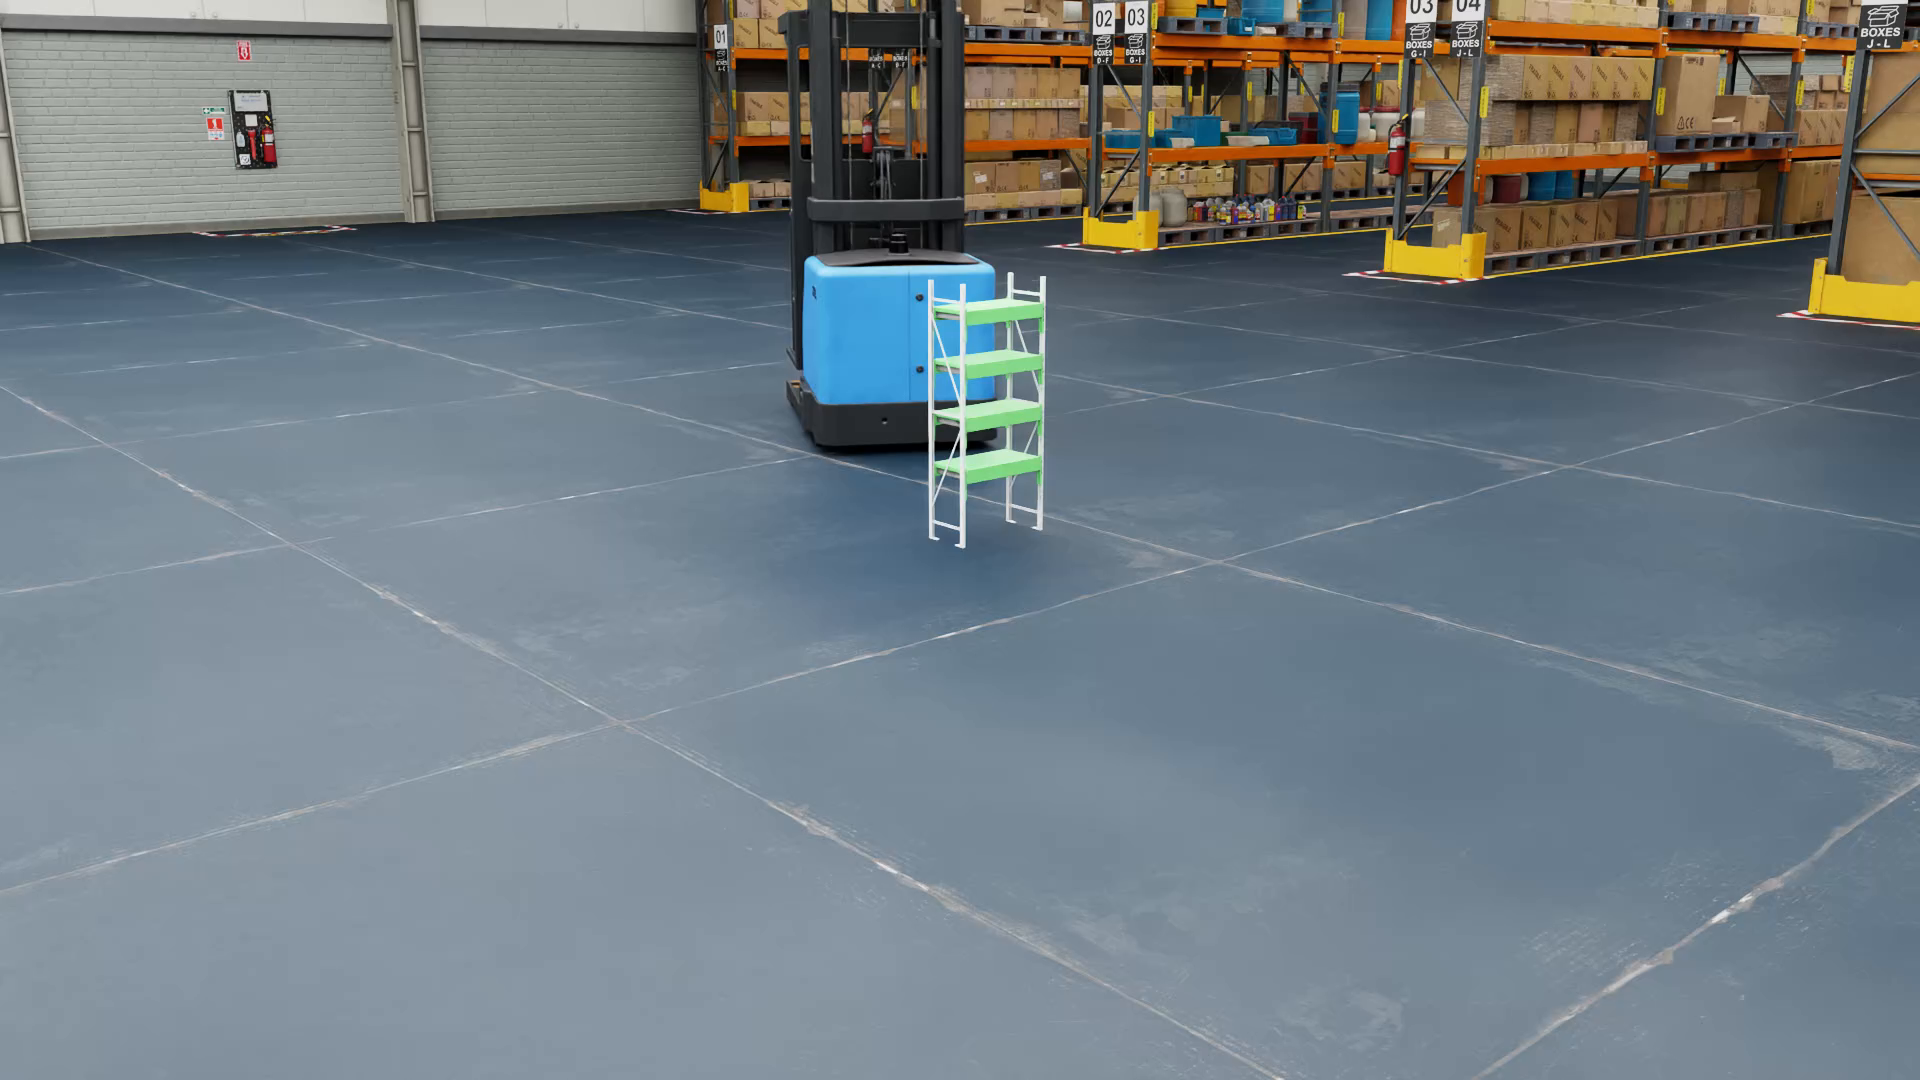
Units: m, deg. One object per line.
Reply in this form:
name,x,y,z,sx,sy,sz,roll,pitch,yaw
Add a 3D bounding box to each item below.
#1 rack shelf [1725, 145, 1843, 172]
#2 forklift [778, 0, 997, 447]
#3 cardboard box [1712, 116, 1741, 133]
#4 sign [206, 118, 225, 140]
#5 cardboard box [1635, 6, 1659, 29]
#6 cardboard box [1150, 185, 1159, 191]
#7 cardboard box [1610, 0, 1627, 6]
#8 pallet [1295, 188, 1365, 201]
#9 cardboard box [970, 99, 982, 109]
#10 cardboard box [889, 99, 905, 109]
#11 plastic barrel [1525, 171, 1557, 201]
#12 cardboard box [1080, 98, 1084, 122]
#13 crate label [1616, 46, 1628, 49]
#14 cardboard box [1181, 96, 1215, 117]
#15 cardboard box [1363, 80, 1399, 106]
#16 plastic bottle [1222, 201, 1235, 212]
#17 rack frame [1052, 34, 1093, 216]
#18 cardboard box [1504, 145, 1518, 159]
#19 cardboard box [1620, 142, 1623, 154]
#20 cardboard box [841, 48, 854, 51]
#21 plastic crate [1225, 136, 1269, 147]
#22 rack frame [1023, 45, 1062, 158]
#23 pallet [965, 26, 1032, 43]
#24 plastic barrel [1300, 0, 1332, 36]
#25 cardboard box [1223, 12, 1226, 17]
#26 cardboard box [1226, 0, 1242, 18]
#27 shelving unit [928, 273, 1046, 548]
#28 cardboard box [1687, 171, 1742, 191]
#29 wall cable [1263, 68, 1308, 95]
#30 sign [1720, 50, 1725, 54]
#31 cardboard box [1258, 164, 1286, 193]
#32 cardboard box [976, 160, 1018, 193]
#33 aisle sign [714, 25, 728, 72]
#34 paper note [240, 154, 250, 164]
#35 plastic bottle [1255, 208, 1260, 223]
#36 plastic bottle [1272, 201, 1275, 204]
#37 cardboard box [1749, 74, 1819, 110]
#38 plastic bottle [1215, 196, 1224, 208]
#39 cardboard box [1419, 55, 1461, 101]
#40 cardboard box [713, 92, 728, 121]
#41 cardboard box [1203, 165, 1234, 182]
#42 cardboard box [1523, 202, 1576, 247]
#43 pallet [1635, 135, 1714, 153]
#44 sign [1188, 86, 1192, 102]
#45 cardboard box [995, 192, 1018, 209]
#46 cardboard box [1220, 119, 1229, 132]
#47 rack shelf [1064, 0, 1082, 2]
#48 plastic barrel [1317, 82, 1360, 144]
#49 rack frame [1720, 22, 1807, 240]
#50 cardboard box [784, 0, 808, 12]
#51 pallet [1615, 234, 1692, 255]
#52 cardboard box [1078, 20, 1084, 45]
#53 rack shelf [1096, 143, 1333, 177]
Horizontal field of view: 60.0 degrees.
rack shelf,12.974,-5.871,25.313,4.000,0.370,1.077,-13,19,-39
forklift,-0.558,-2.285,10.626,1.130,2.935,3.031,-3,15,-10
cardboard box,10.384,-5.683,22.660,0.258,0.266,0.396,-13,20,-41
sign,-11.265,-6.221,25.158,0.234,0.329,0.001,-13,19,-39
cardboard box,8.275,-6.451,20.568,0.500,0.250,0.500,-12,19,-37
cardboard box,3.190,-6.201,29.667,0.500,0.250,0.500,-13,20,-41
cardboard box,7.807,-6.522,20.060,0.250,0.149,0.380,-13,20,-41
pallet,7.394,-6.995,33.527,1.213,0.211,1.003,-13,19,-39
cardboard box,0.145,-7.016,26.751,0.250,0.149,0.380,-14,20,-41
cardboard box,-0.907,-6.918,26.385,0.250,0.149,0.380,-13,20,-40
plastic barrel,10.275,-6.502,29.533,0.708,0.901,0.600,-13,19,-39
cardboard box,2.245,-9.007,34.850,0.500,0.500,0.500,-12,19,-38
crate label,11.790,-8.870,29.845,0.466,0.136,0.293,-13,19,-39
cardboard box,5.148,-9.684,37.612,0.700,0.700,0.980,-12,19,-39
cardboard box,8.523,-9.043,33.663,0.500,0.500,0.500,-12,19,-38
plastic bottle,3.968,-4.879,24.628,0.135,0.276,0.152,-13,19,-39
rack frame,1.947,-7.132,28.637,0.127,3.000,1.000,-13,19,-39
cardboard box,6.201,-4.484,19.209,0.250,0.149,0.380,-13,19,-39
cardboard box,8.055,-4.916,20.830,0.250,0.149,0.380,-13,19,-39
cardboard box,-2.309,-9.285,30.652,0.500,0.500,0.500,-14,20,-41
plastic crate,4.137,-5.715,23.844,0.437,0.136,0.530,-13,19,-39
rack frame,1.710,-8.773,34.782,0.127,3.000,1.000,-13,19,-39
pallet,0.401,-8.183,26.932,1.213,0.211,1.003,-13,19,-39
plastic barrel,5.437,-7.987,25.053,0.708,0.901,0.600,-13,19,-39
cardboard box,5.833,-11.595,37.365,0.500,0.500,0.500,-13,20,-40
cardboard box,5.298,-9.863,30.917,0.500,0.500,0.500,-13,19,-39
shelving unit,0.125,-0.608,7.700,0.503,1.200,0.258,-13,19,-39
cardboard box,10.586,-5.036,23.330,0.500,0.250,0.500,-10,18,-33
wall cable,8.090,-11.020,41.226,1.851,1.984,0.084,-13,19,-39
sign,14.622,-9.494,31.871,0.005,0.325,0.100,-13,19,-39
cardboard box,5.887,-6.926,31.856,0.500,0.500,0.500,-14,20,-41
cardboard box,0.614,-5.992,27.431,0.500,0.500,0.500,-13,19,-39
aisle sign,-4.182,-8.603,29.108,0.004,0.787,0.394,-13,19,-39
paper note,-10.959,-5.835,25.490,0.142,0.148,0.016,-13,19,-39
plastic bottle,4.315,-4.723,24.189,0.097,0.201,0.097,0,15,0
plastic bottle,4.638,-4.890,24.671,0.135,0.276,0.152,-13,19,-39
cardboard box,12.027,-6.534,24.261,0.637,0.503,0.797,-12,19,-38
plastic bottle,3.852,-4.940,24.711,0.185,0.351,0.144,-13,20,-40
cardboard box,5.683,-5.341,19.226,0.500,0.500,0.500,-13,19,-39
cardboard box,-4.109,-7.839,30.082,0.500,0.500,0.500,-13,20,-40
cardboard box,4.731,-6.818,30.890,0.500,0.311,0.500,-12,19,-38
cardboard box,7.276,-3.919,20.639,0.500,0.500,0.500,14,20,42
pallet,9.119,-5.211,21.818,1.213,0.211,1.003,-13,19,-39
sign,5.091,-9.868,36.790,0.005,0.325,0.100,-13,19,-39
cardboard box,0.613,-5.630,27.529,0.500,0.250,0.500,-13,19,-39
cardboard box,4.662,-7.713,30.987,0.500,0.311,0.500,-11,19,-36
rack shelf,3.219,-11.470,35.421,4.000,0.370,1.077,-13,19,-39
plastic barrel,5.686,-6.415,24.984,0.708,0.901,0.600,-13,19,-39
rack frame,11.465,-5.880,23.951,0.127,3.000,1.000,-13,19,-39
cardboard box,-3.084,-9.590,29.858,0.500,0.500,0.500,-12,19,-38
pallet,9.034,-3.988,22.269,1.213,0.211,1.003,-13,19,-39
cardboard box,2.404,-10.677,35.049,0.500,0.500,0.700,-14,20,-42
rack shelf,3.687,-5.480,23.849,4.000,0.370,1.077,-13,19,-39
